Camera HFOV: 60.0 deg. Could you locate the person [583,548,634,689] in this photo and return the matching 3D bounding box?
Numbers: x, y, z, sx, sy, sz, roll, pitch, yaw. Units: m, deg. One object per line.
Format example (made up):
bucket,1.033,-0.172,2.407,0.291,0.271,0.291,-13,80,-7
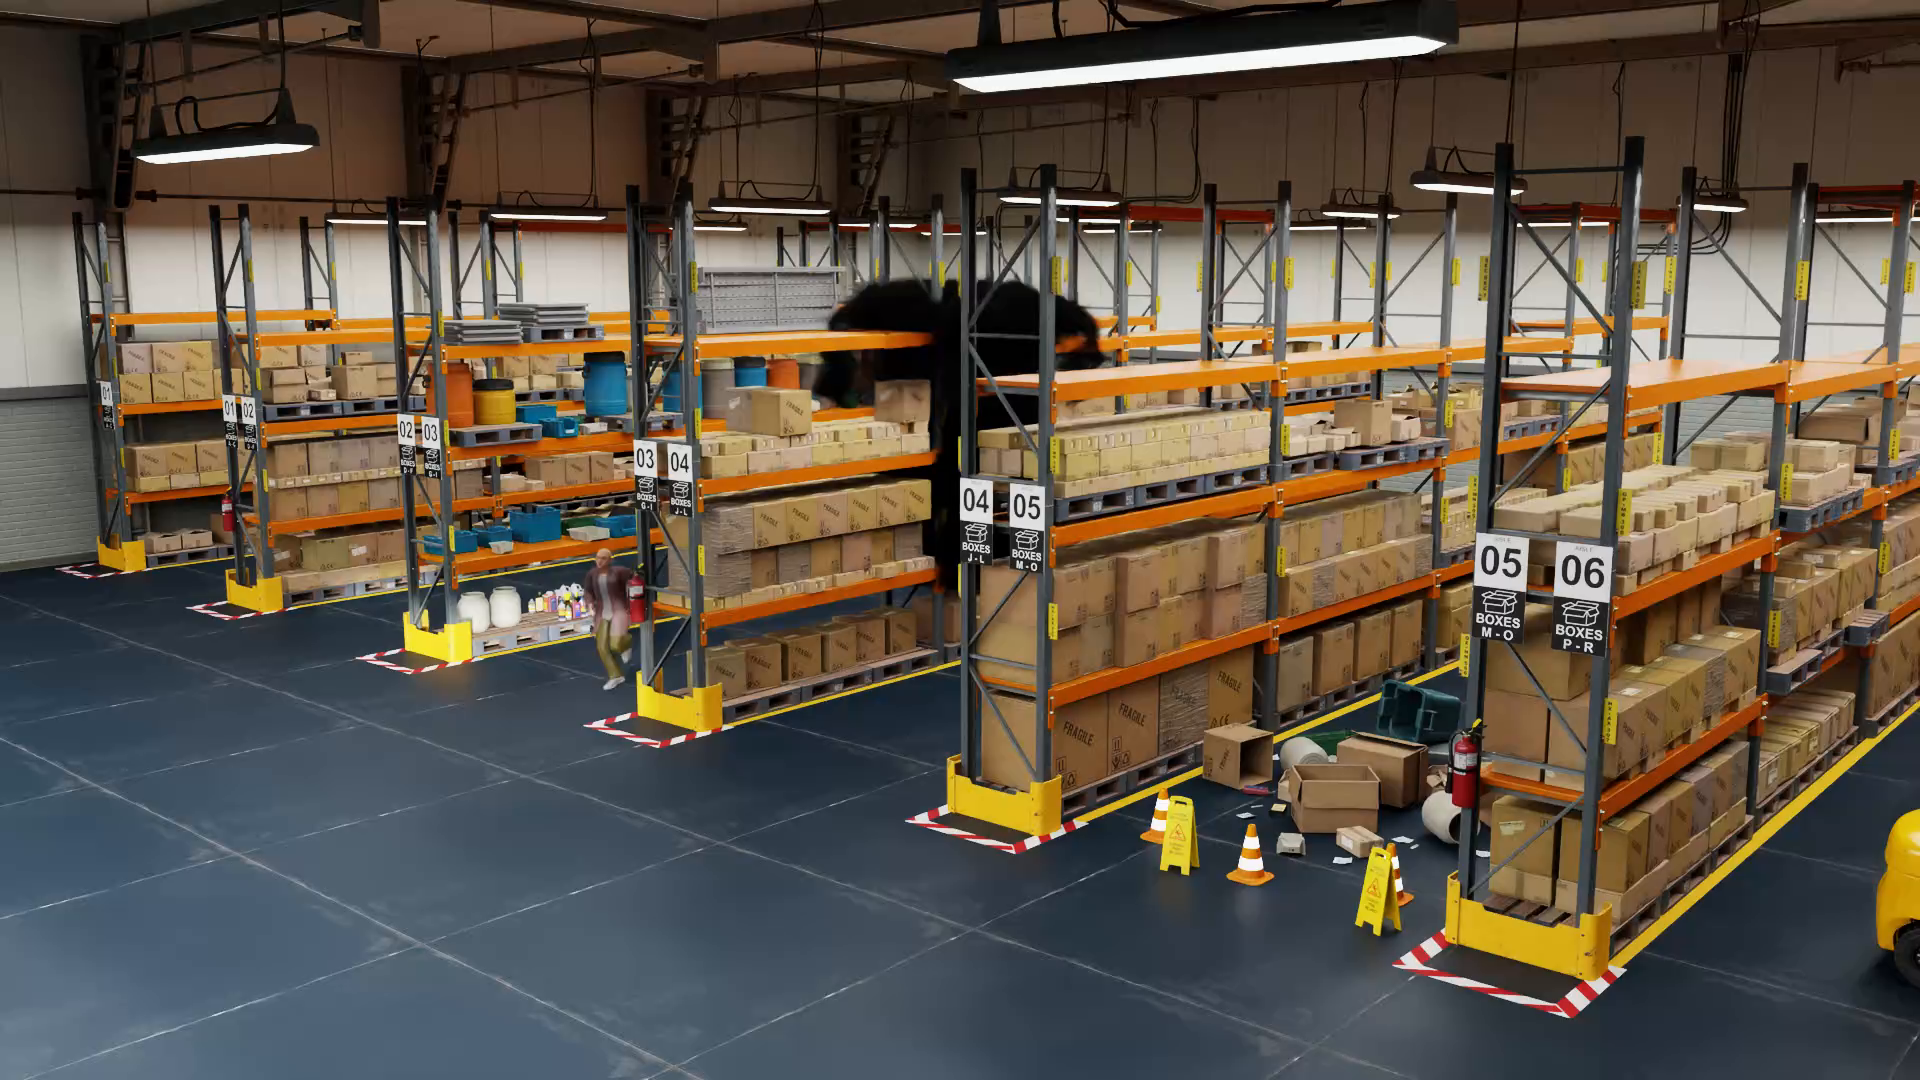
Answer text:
person,-4.286,0.942,20.538,0.747,1.739,0.750,2,10,13
